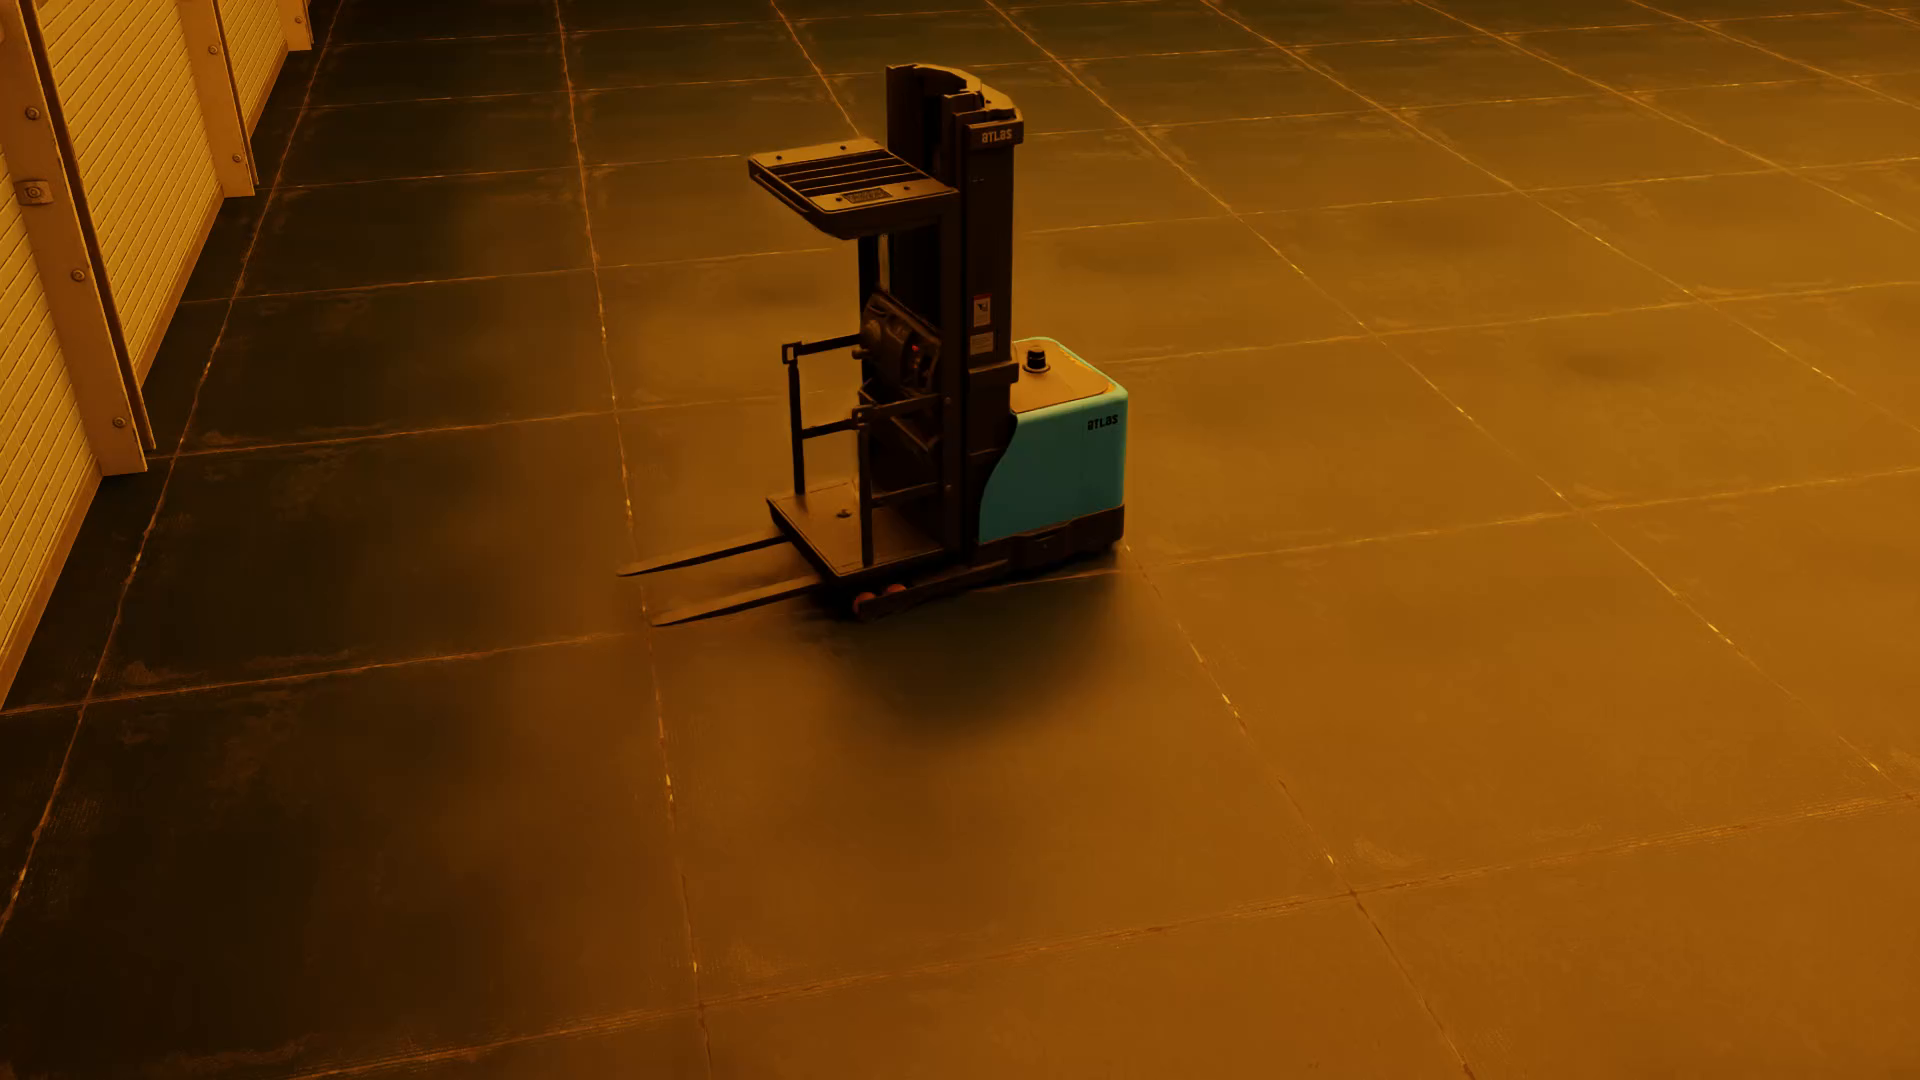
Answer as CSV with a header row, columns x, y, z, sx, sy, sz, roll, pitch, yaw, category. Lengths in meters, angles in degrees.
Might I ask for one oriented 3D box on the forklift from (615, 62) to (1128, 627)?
x,y,z,sx,sy,sz,roll,pitch,yaw,category
-0.526,-1.099,9.473,3.031,2.935,1.130,-15,33,-24,forklift
